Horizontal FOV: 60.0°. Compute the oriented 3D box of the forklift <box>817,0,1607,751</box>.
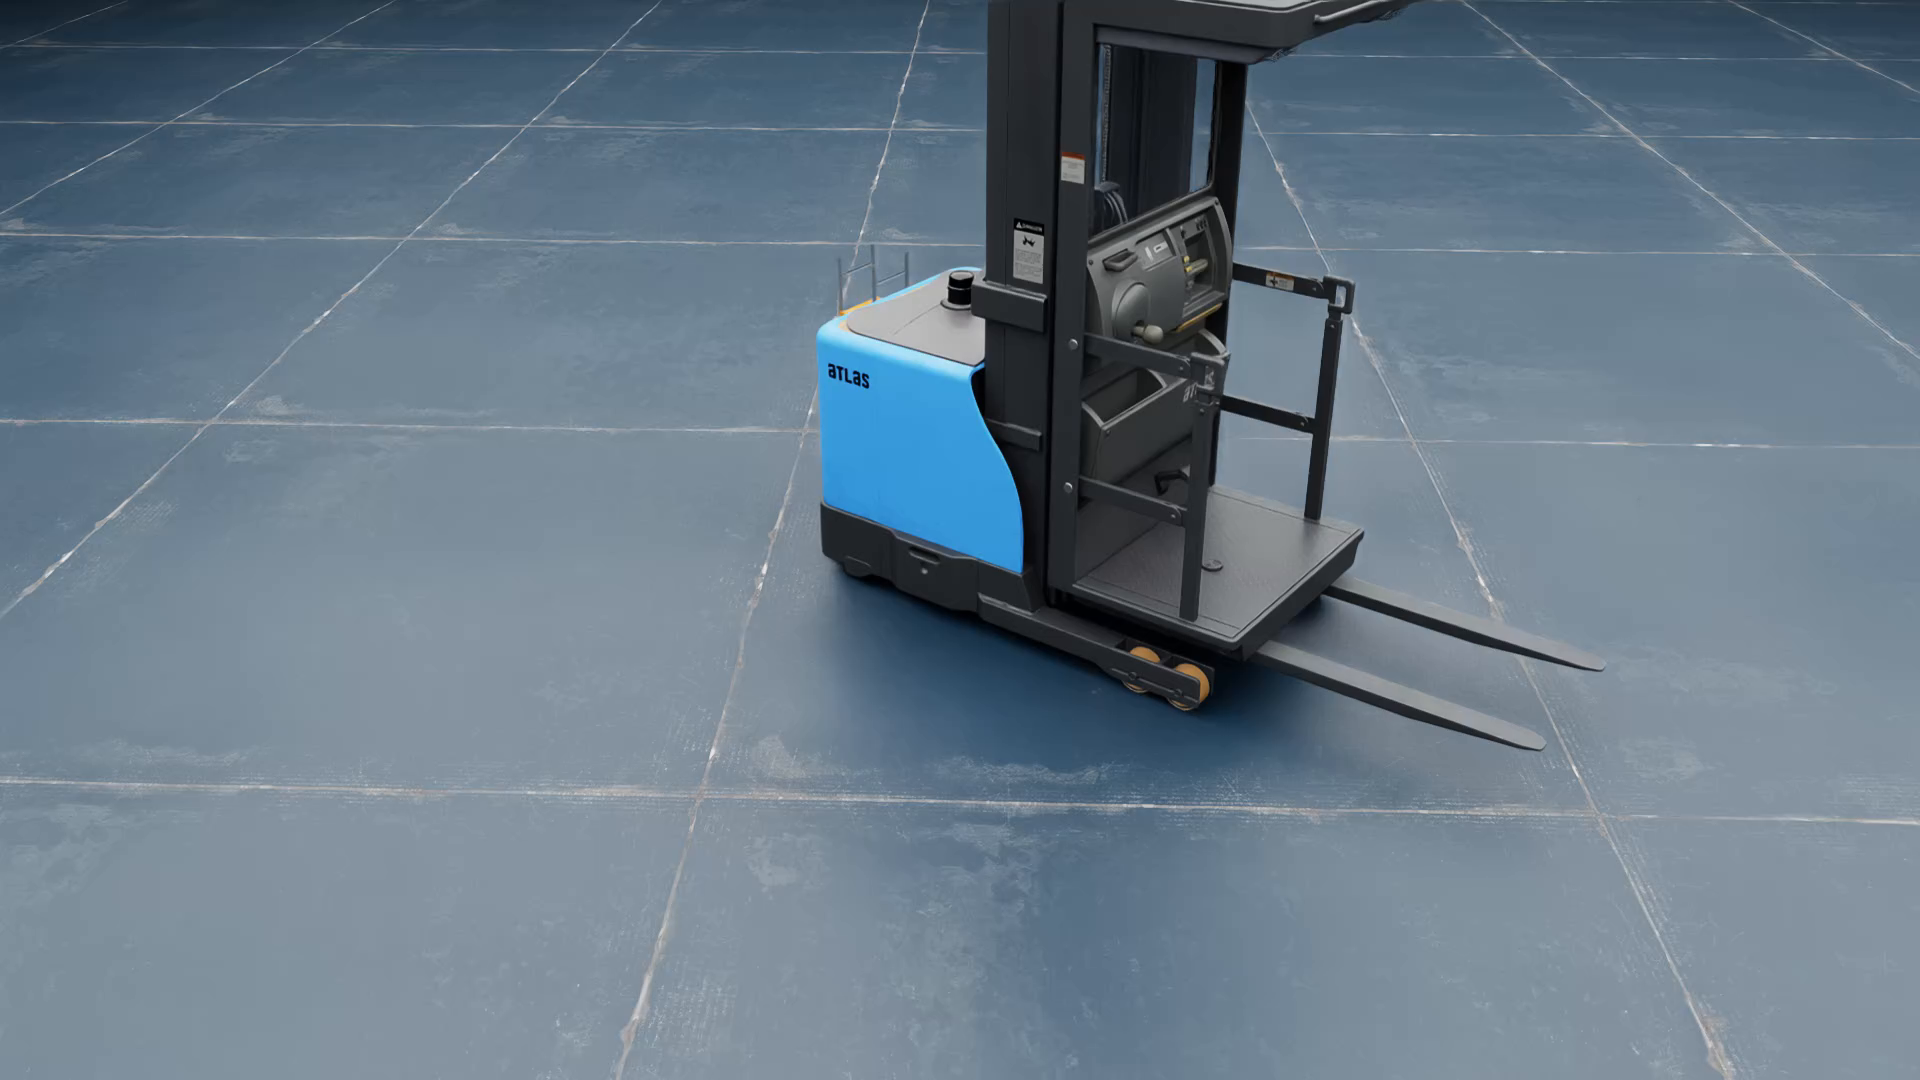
[{"bbox_3d":[0.901,-0.956,5.923,3.031,2.935,1.130,19,34,32],"label":"forklift"}]

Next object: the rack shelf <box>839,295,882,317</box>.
[{"bbox_3d":[-0.362,-0.941,7.071,0.180,0.103,0.258,19,34,32],"label":"rack shelf"}]

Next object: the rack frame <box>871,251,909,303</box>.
[{"bbox_3d":[-0.289,-0.637,7.170,0.006,1.200,0.240,19,34,32],"label":"rack frame"}]

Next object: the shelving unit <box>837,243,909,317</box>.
[{"bbox_3d":[-0.362,-0.663,7.219,0.189,1.200,0.258,19,34,32],"label":"shelving unit"}]

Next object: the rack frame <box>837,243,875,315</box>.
[{"bbox_3d":[-0.436,-0.688,7.267,0.006,1.200,0.240,19,34,32],"label":"rack frame"}]
